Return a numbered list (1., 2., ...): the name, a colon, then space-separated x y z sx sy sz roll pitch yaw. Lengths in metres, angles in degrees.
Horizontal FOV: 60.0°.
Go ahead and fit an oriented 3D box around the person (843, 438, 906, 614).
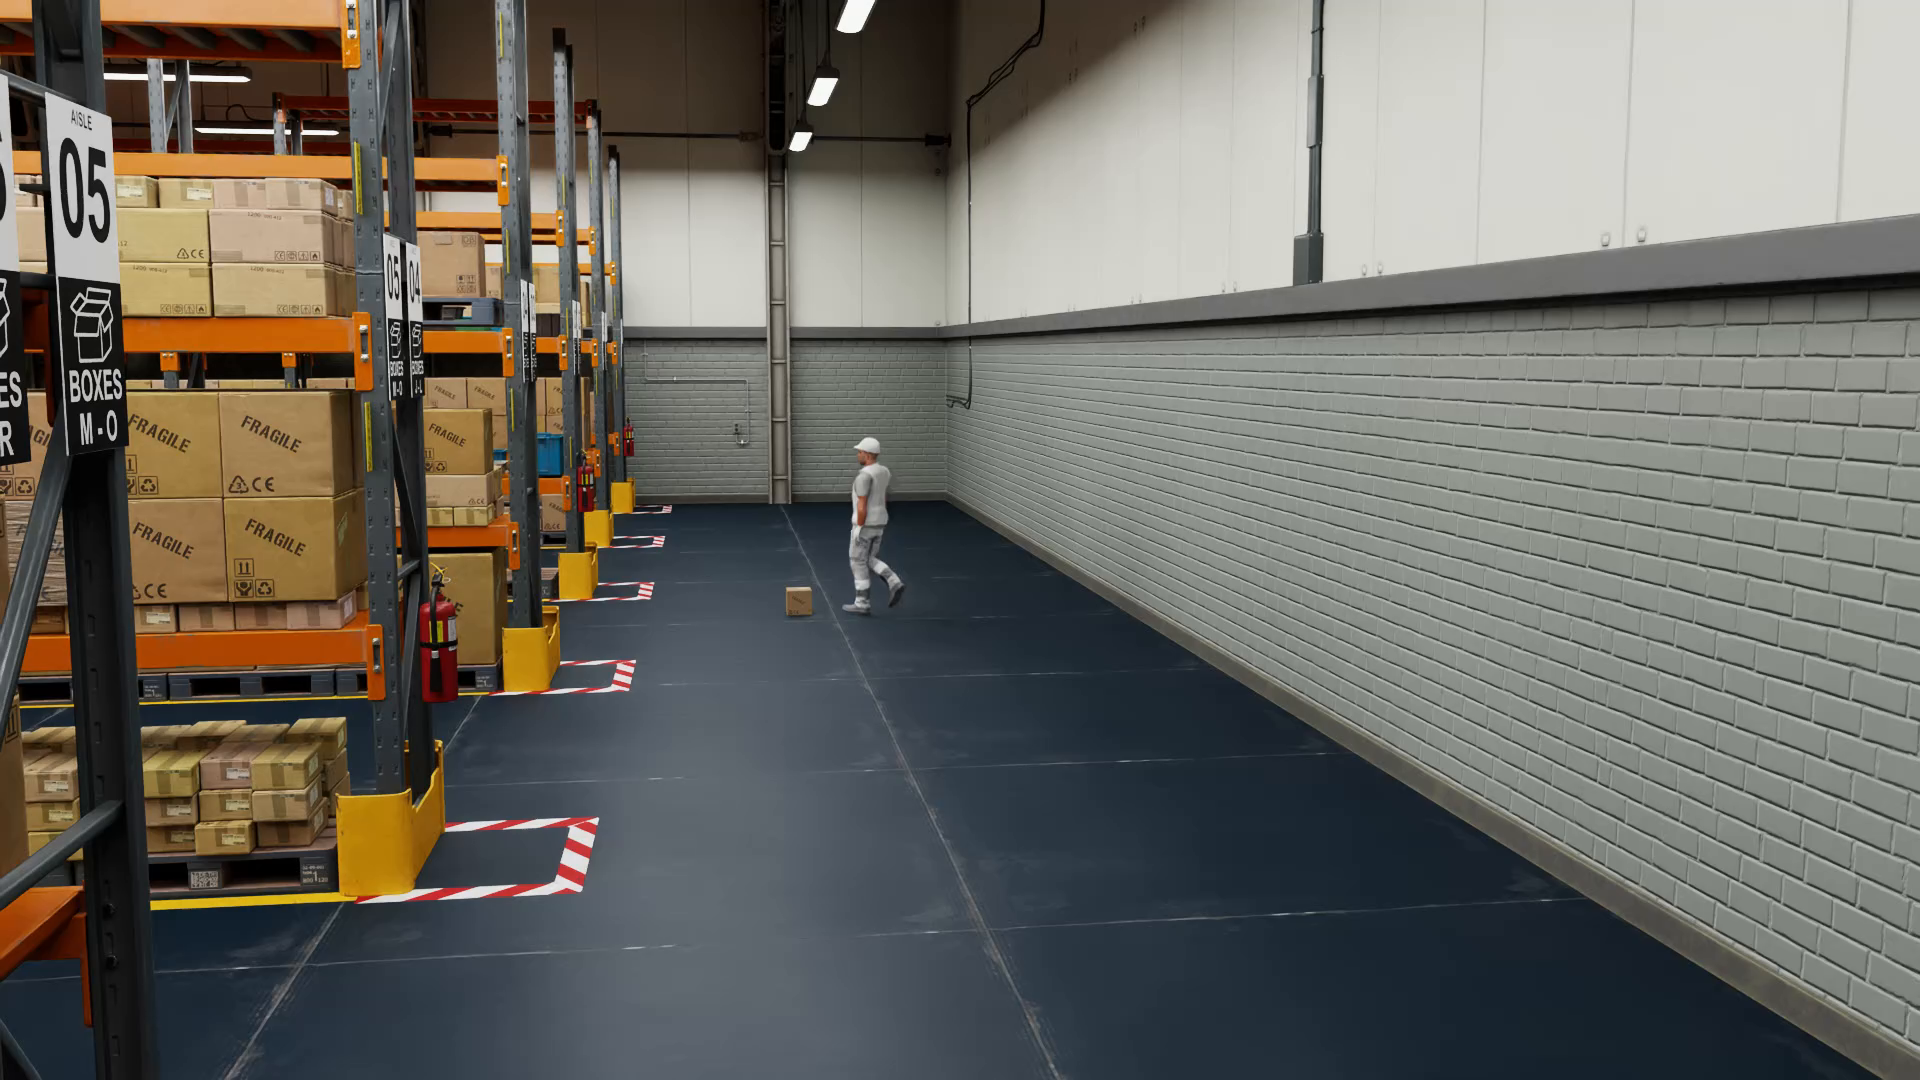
1. person: -0.894 -0.142 16.741 0.645 1.779 0.580 3 7 28
